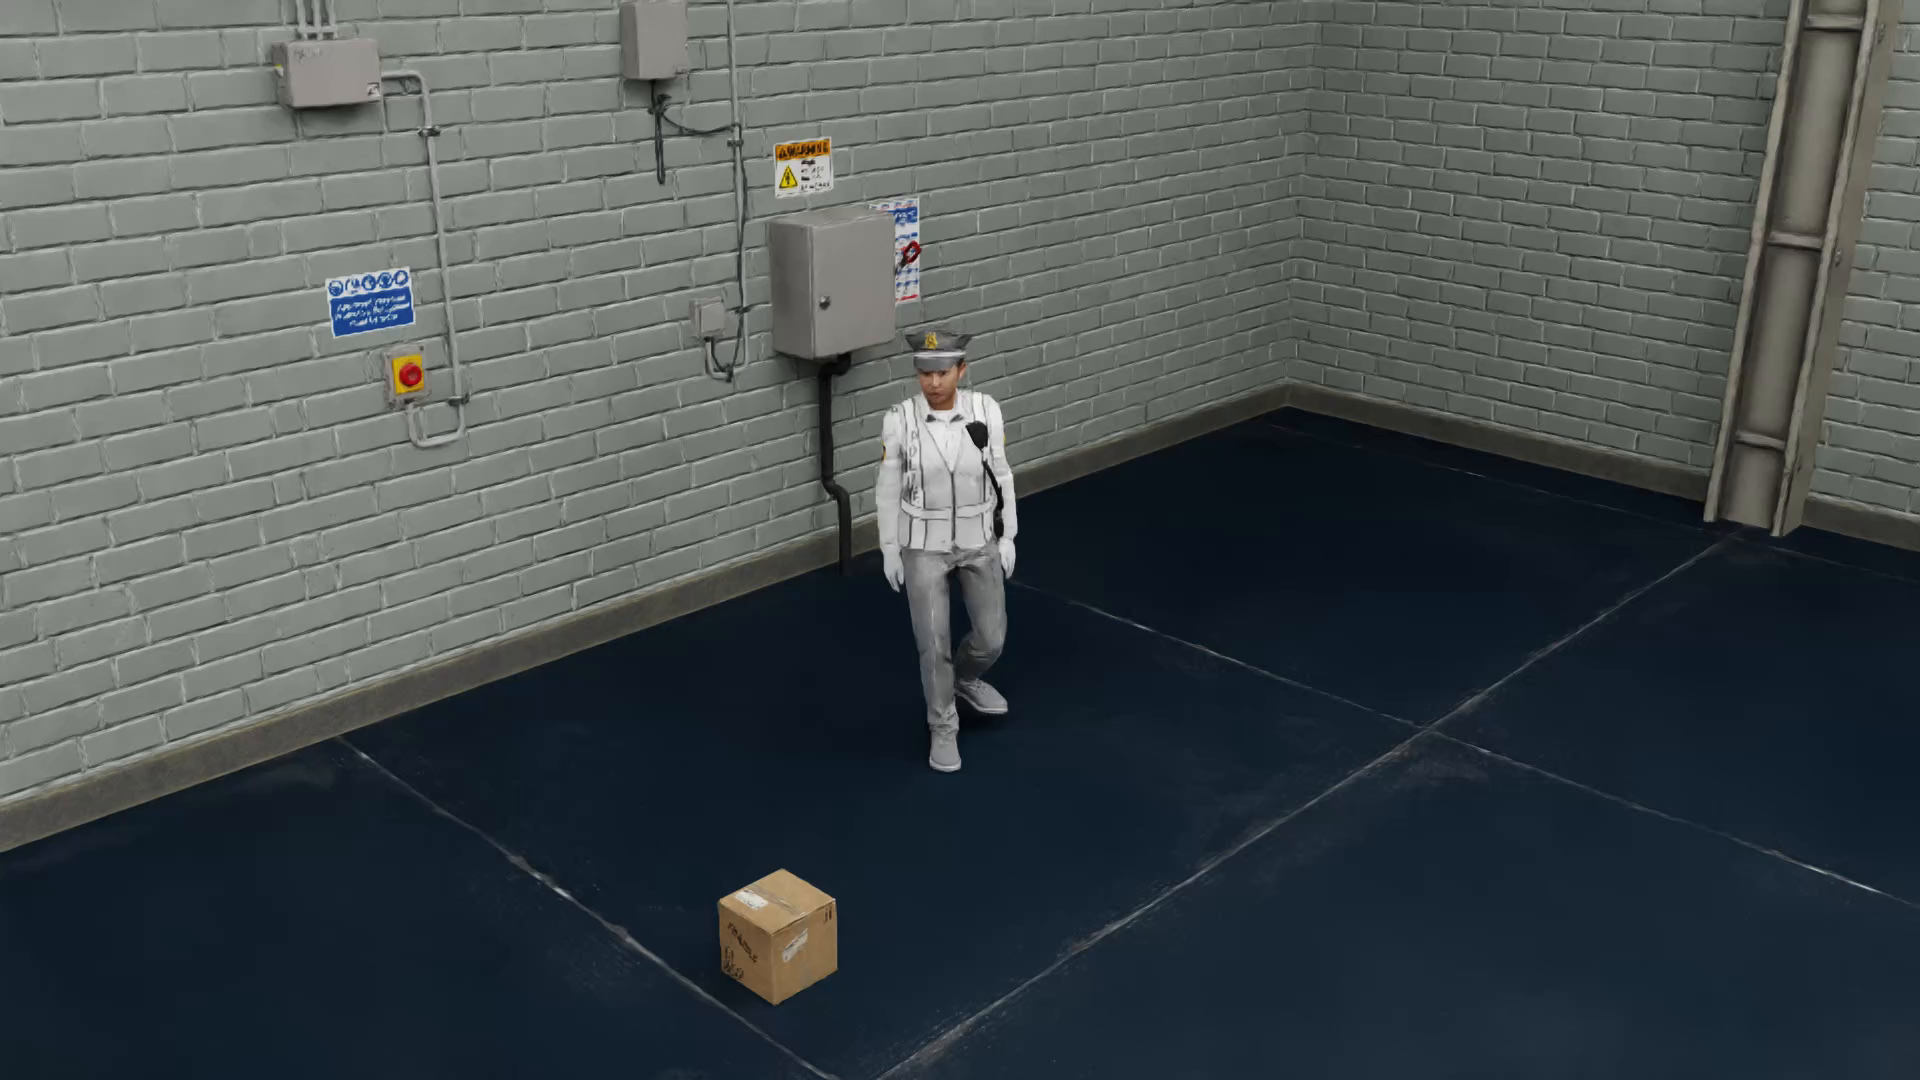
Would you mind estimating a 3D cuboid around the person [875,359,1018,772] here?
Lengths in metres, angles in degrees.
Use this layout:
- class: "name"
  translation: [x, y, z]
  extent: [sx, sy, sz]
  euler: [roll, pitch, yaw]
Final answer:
- class: "person"
  translation: [-0.052, 0.010, 6.064]
  extent: [0.520, 1.647, 0.529]
  euler: [-4, 21, -10]
